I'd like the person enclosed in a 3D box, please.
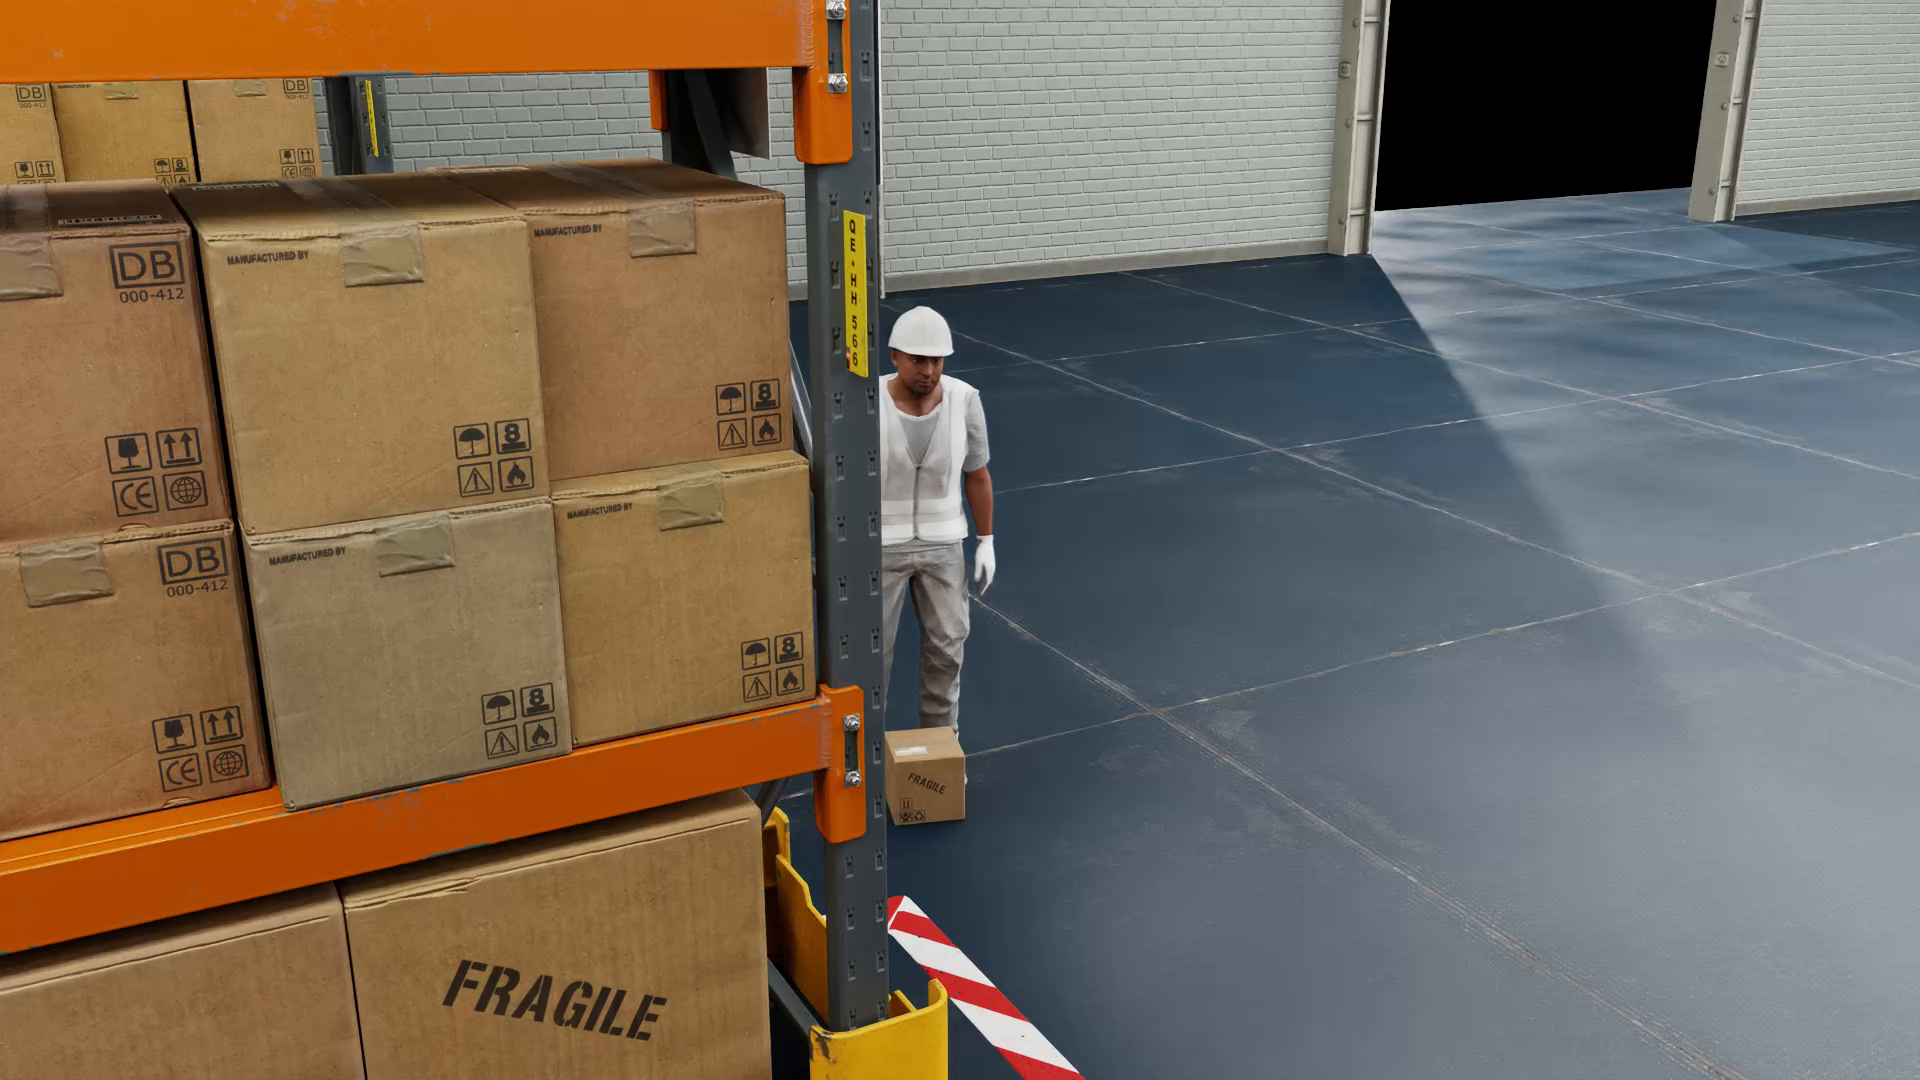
[{"bbox_3d":[-0.174,0.044,5.909,0.623,1.773,0.450,-4,19,-13],"label":"person"}]
